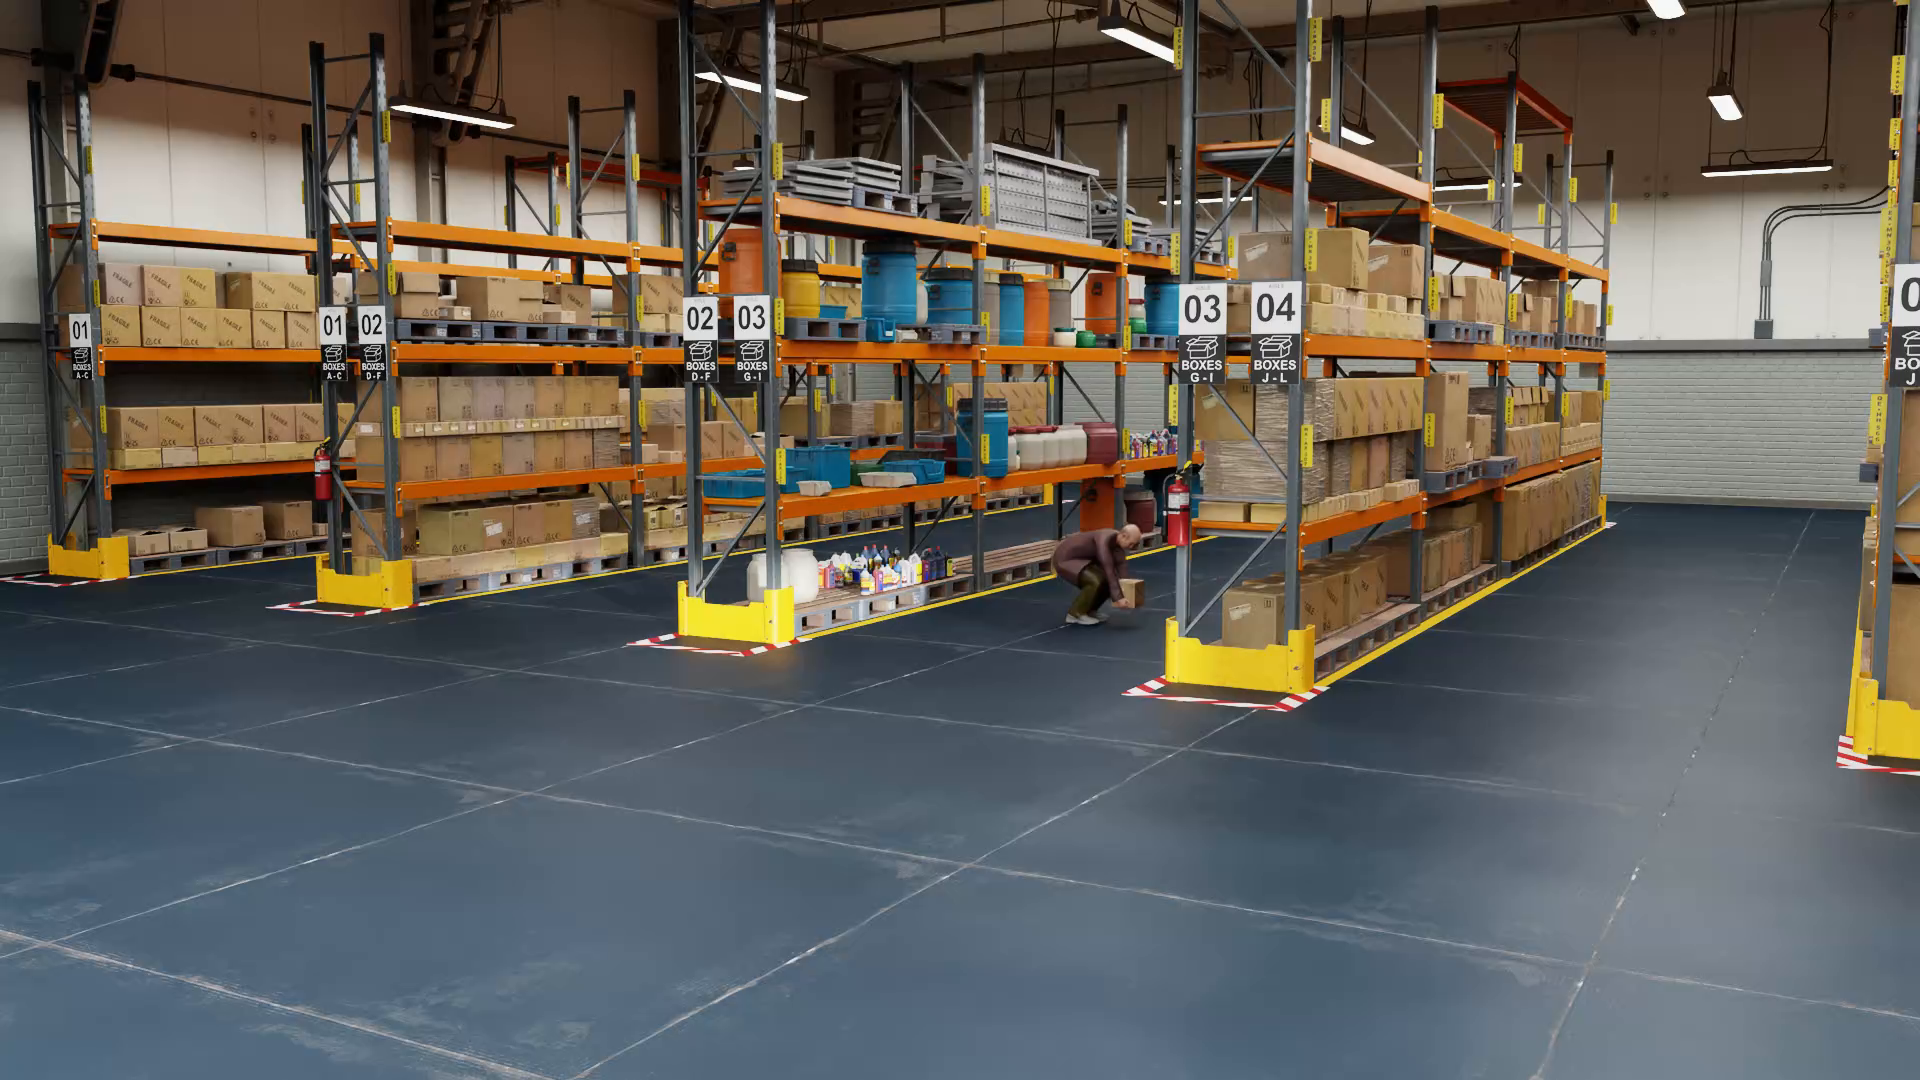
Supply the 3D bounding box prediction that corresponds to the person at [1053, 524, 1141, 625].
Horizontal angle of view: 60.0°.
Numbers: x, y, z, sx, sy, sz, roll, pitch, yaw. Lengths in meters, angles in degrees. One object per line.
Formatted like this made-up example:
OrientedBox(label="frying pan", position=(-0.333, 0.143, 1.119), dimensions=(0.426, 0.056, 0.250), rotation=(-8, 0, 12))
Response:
OrientedBox(label="person", position=(1.361, 0.332, 16.598), dimensions=(0.910, 1.011, 0.585), rotation=(3, 7, 28))
